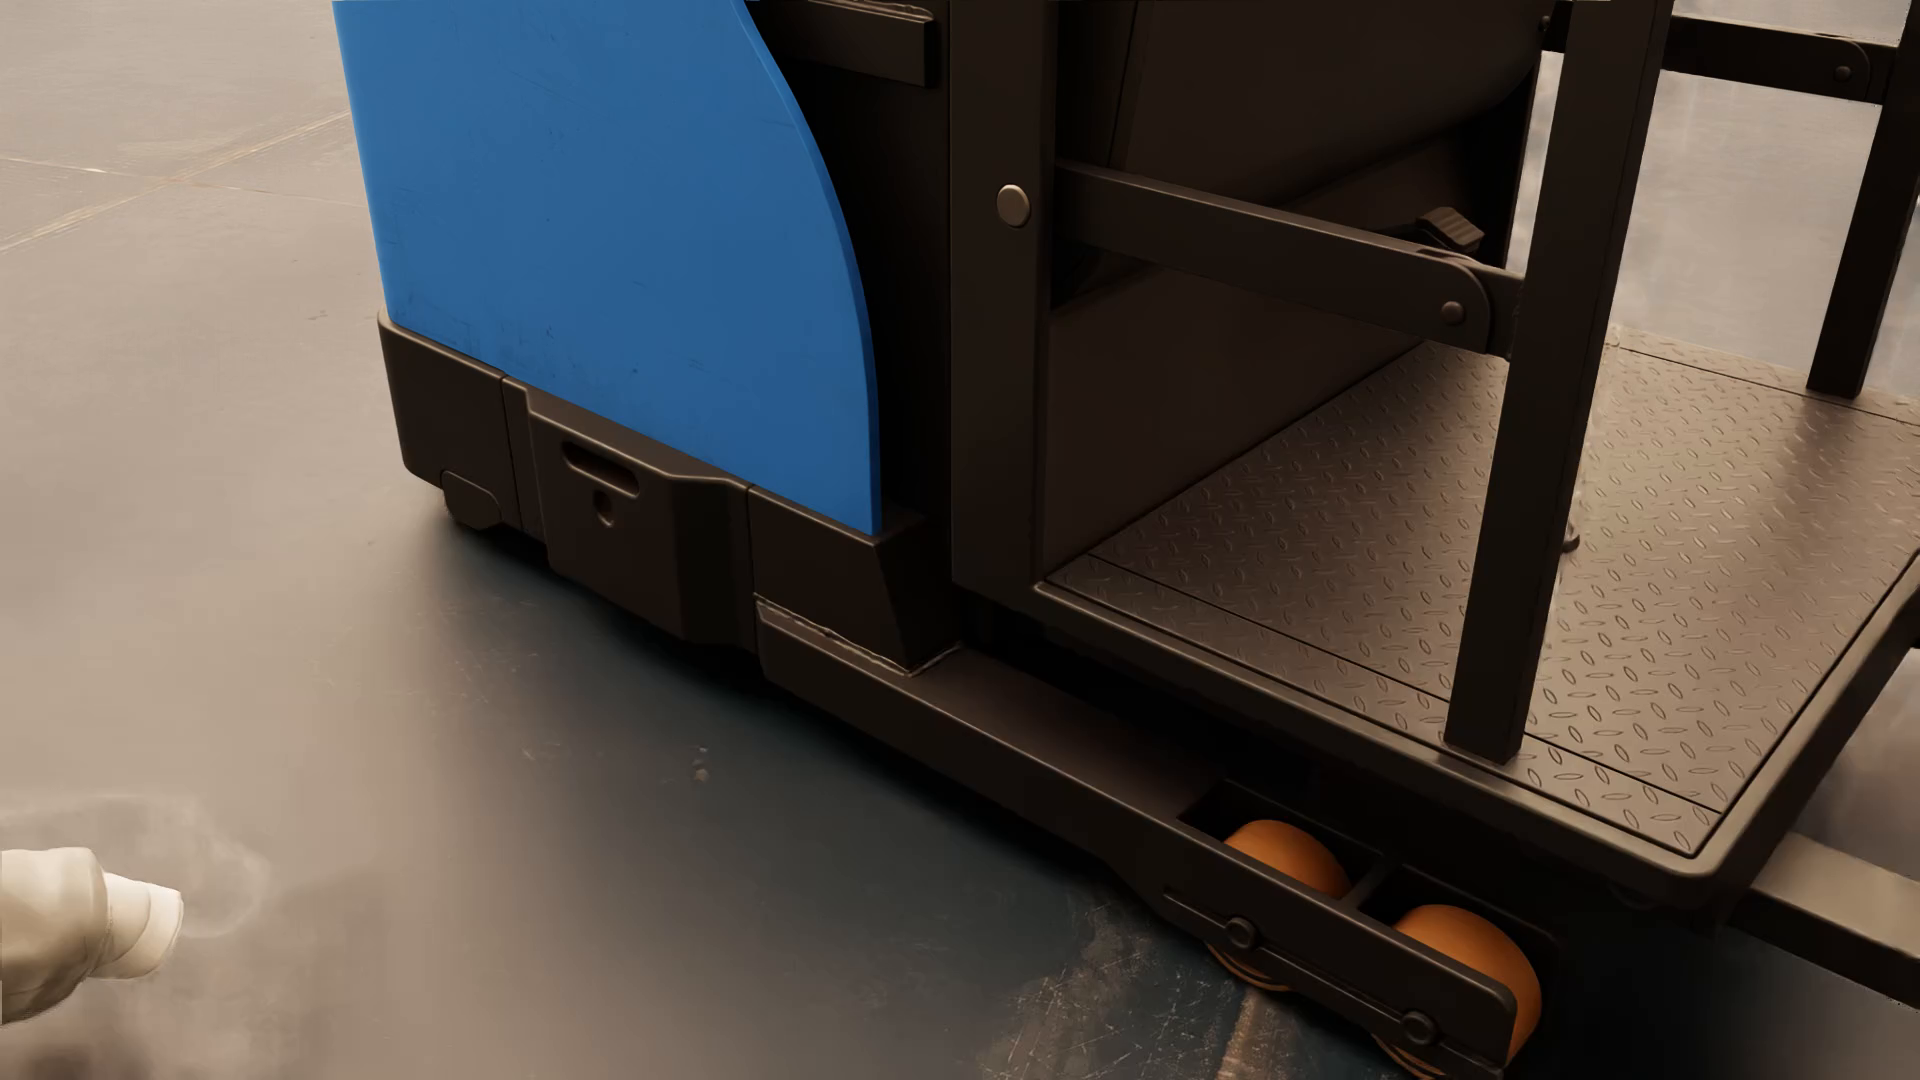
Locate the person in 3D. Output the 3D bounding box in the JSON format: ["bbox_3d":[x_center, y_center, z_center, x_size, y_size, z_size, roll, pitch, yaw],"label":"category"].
[{"bbox_3d":[-1.249,-0.006,1.097,1.071,1.461,0.797,-2,30,-3],"label":"person"}]

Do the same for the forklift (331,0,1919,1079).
[{"bbox_3d":[0.579,-1.051,1.382,3.031,2.935,1.130,23,37,35],"label":"forklift"}]
